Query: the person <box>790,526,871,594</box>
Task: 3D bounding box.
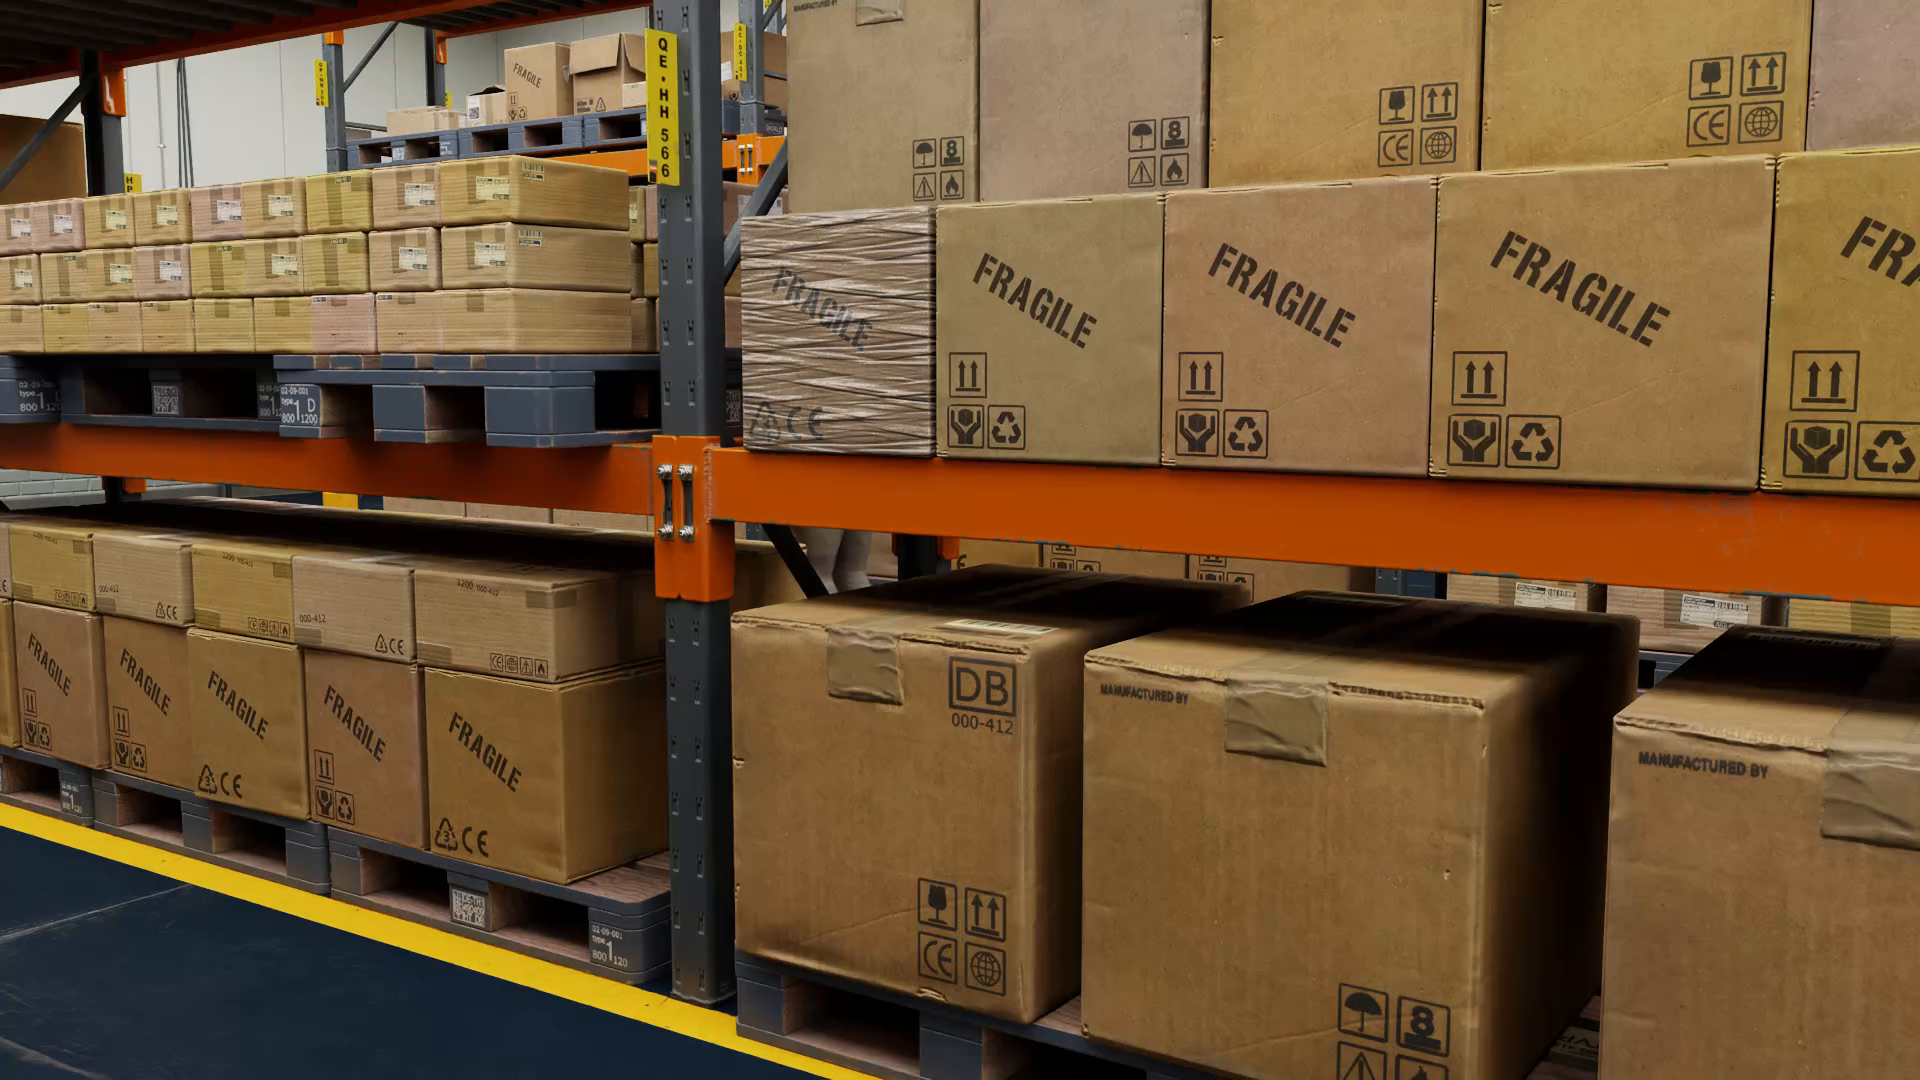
[{"bbox_3d":[-0.614,-0.198,7.691,0.360,1.725,0.526,4,8,35],"label":"person"}]
